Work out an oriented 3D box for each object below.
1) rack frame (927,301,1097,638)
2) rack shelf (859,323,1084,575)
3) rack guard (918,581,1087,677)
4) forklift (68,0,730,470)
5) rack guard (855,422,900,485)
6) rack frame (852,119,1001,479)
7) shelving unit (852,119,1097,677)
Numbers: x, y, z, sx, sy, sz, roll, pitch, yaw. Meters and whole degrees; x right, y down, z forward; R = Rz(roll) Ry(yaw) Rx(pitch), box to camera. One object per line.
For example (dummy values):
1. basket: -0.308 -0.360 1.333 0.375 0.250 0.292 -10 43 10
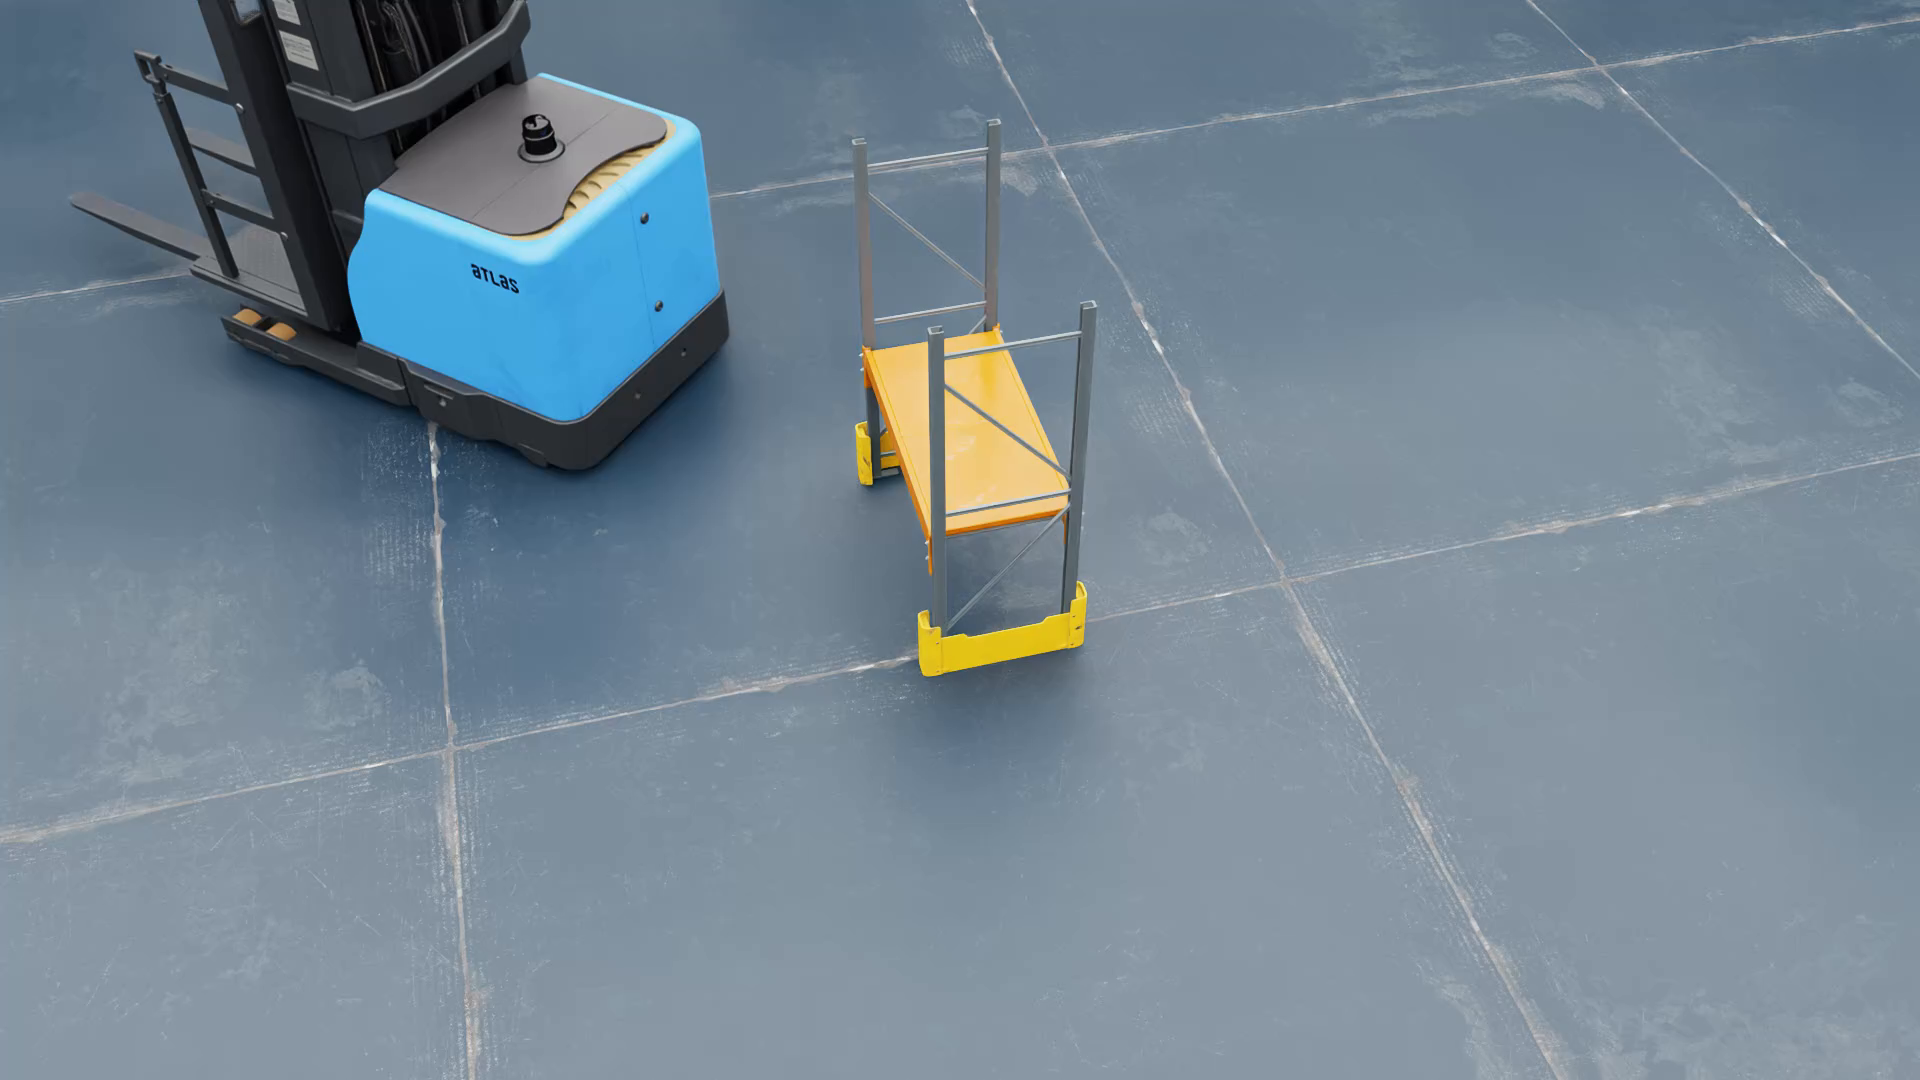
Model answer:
1. rack frame: 0.152 -0.115 5.313 0.500 1.500 0.032 -11 47 -10
2. rack shelf: 0.022 -0.340 5.785 0.538 0.185 1.000 -11 47 -10
3. rack guard: 0.147 0.309 5.772 0.587 0.250 0.087 -11 47 -10
4. forklift: -2.509 -2.073 6.229 3.031 2.935 1.130 22 49 20
5. rack guard: -0.108 -0.379 6.446 0.587 0.250 0.087 -11 47 -10
6. rack frame: -0.108 -0.817 6.001 0.500 1.500 0.032 -11 47 -10
7. shelving unit: 0.020 -0.472 5.663 0.587 1.500 1.083 -11 47 -10
